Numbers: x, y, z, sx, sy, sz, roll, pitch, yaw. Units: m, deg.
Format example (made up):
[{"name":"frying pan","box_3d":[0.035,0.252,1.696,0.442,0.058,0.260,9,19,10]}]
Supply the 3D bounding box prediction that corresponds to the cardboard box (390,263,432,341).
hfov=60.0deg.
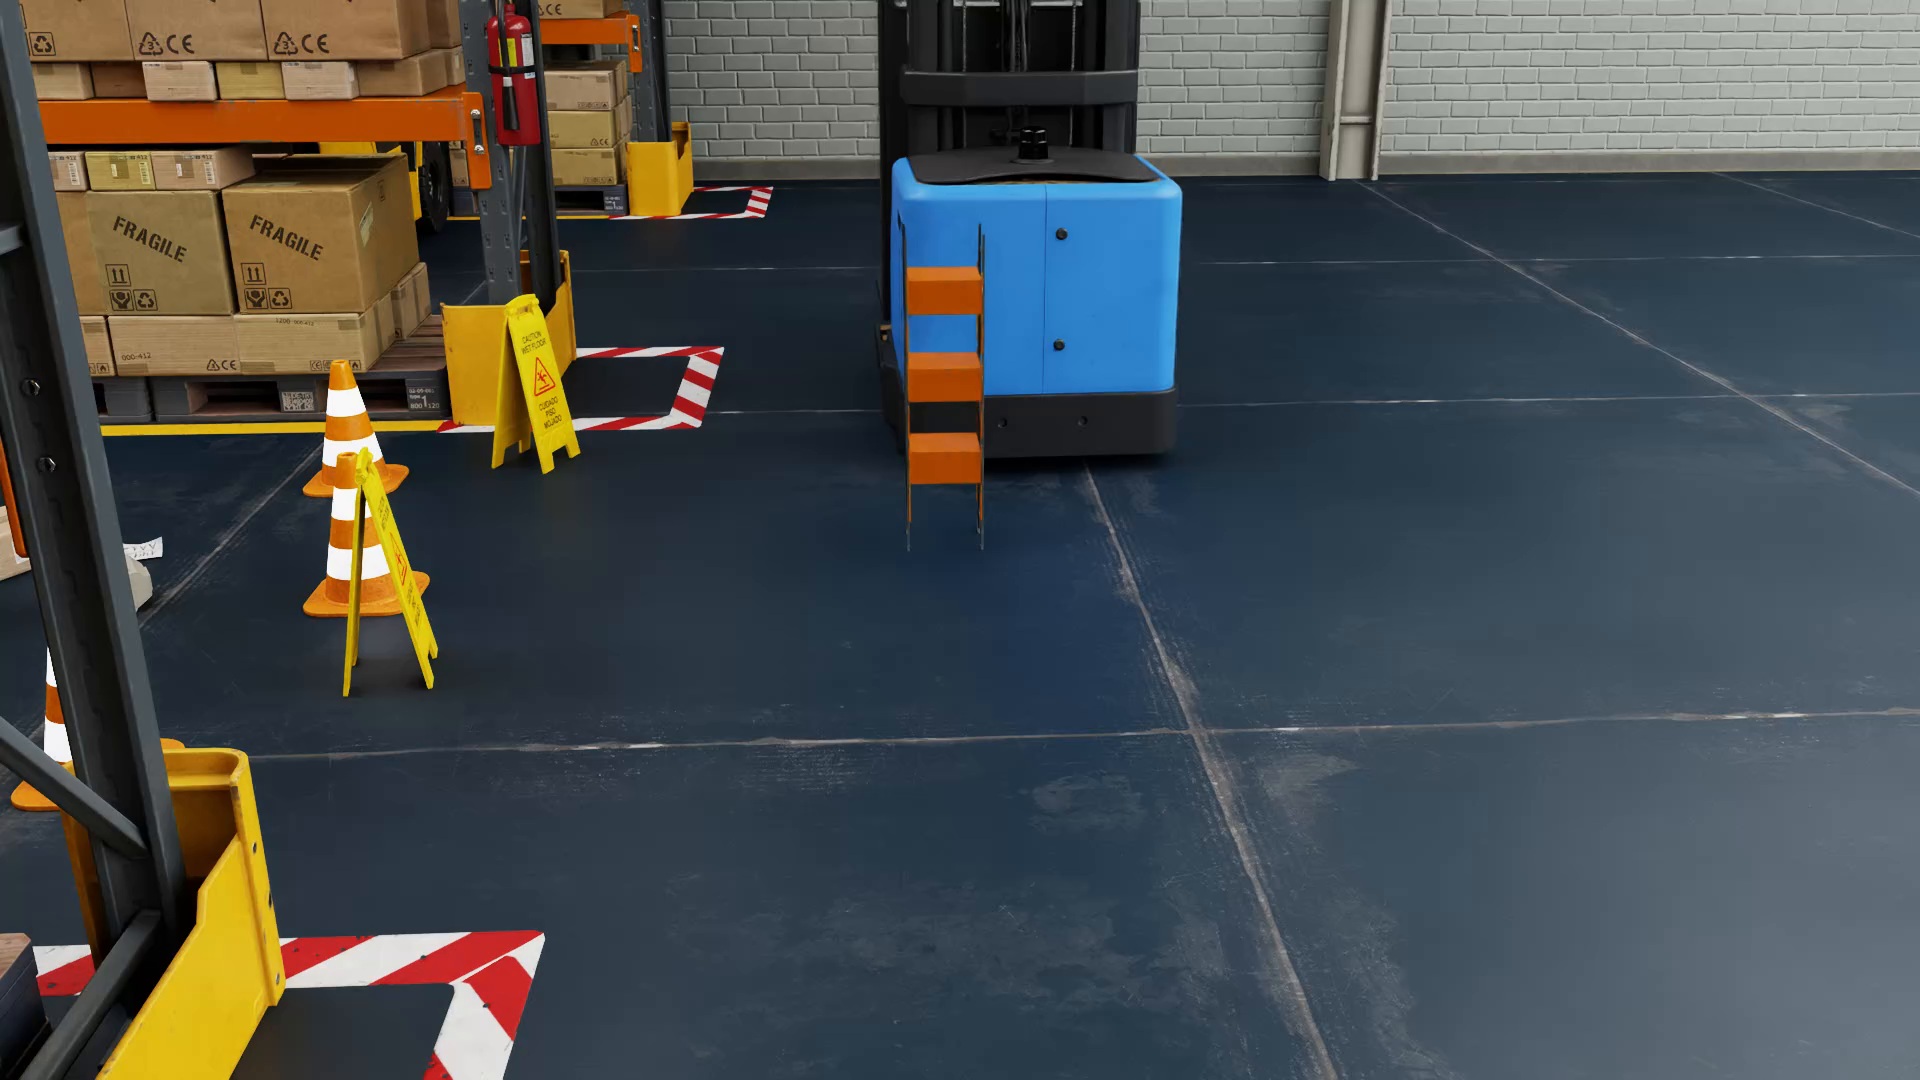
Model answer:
[{"name":"cardboard box","box_3d":[-2.708,-1.076,7.507,0.500,0.250,0.500,-1,21,-3]}]

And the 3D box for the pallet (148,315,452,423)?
[{"name":"pallet","box_3d":[-2.776,-0.775,7.359,1.213,0.211,1.003,-1,21,-3]}]

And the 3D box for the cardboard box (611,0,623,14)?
[{"name":"cardboard box","box_3d":[-2.684,-3.982,11.723,0.500,0.500,0.500,0,21,-1]}]

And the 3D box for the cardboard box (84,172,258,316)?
[{"name":"cardboard box","box_3d":[-3.193,-1.224,6.841,0.500,0.500,0.500,0,21,-1]}]

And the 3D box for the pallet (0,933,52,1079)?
[{"name":"pallet","box_3d":[-2.297,1.020,2.645,1.213,0.211,1.003,-1,21,-3]}]

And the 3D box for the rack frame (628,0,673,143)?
[{"name":"rack frame","box_3d":[-2.174,-3.846,11.508,0.127,3.000,1.000,-1,21,-3]}]

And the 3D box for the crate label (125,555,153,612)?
[{"name":"crate label","box_3d":[-2.621,0.147,5.043,0.298,0.136,0.250,-13,24,-31]}]

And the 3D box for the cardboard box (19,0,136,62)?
[{"name":"cardboard box","box_3d":[-3.413,-2.143,6.475,0.500,0.500,0.500,-1,21,-3]}]

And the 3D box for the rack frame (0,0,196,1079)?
[{"name":"rack frame","box_3d":[-1.503,-0.327,2.264,0.127,3.000,1.000,-1,21,-3]}]

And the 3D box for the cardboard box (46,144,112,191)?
[{"name":"cardboard box","box_3d":[-3.549,-1.499,6.652,0.250,0.149,0.380,0,21,-1]}]

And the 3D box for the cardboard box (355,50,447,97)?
[{"name":"cardboard box","box_3d":[-2.248,-1.882,6.702,0.250,0.149,0.380,0,21,-1]}]

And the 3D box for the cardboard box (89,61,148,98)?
[{"name":"cardboard box","box_3d":[-3.271,-1.869,6.667,0.250,0.149,0.380,-1,21,-2]}]

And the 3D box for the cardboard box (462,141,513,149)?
[{"name":"cardboard box","box_3d":[-3.143,-2.864,11.500,0.500,0.250,0.500,-1,21,-4]}]

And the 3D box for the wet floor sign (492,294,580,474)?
[{"name":"wet floor sign","box_3d":[-1.636,-0.607,6.308,0.232,0.644,0.267,6,22,16]}]

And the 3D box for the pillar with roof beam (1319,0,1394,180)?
[{"name":"pillar with roof beam","box_3d":[3.316,-5.549,7.548,0.400,9.000,9.100,-1,21,-3]}]

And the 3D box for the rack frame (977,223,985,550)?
[{"name":"rack frame","box_3d":[0.068,-0.492,5.438,0.008,1.050,0.200,-1,21,-3]}]

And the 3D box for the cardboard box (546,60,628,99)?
[{"name":"cardboard box","box_3d":[-2.664,-3.282,11.896,0.500,0.250,0.500,-1,21,-4]}]

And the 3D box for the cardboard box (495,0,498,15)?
[{"name":"cardboard box","box_3d":[-3.169,-3.783,11.200,0.500,0.500,0.500,-1,21,-1]}]

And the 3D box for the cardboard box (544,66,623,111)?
[{"name":"cardboard box","box_3d":[-2.616,-3.105,11.429,0.500,0.250,0.500,0,21,-1]}]

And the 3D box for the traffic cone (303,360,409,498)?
[{"name":"traffic cone","box_3d":[-2.242,-0.431,6.102,0.334,0.463,0.336,-1,21,-3]}]

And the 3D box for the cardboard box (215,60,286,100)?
[{"name":"cardboard box","box_3d":[-2.752,-1.840,6.592,0.250,0.149,0.380,-2,21,-4]}]

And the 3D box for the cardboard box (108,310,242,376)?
[{"name":"cardboard box","box_3d":[-3.196,-0.875,6.977,0.500,0.250,0.500,-1,21,-3]}]

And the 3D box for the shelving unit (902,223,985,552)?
[{"name":"shelving unit","box_3d":[-0.053,-0.490,5.431,0.252,1.050,0.215,-1,21,-3]}]

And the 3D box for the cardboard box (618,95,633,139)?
[{"name":"cardboard box","box_3d":[-2.655,-3.056,12.003,0.500,0.250,0.500,-1,21,-2]}]

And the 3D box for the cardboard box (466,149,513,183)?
[{"name":"cardboard box","box_3d":[-3.122,-2.629,11.585,0.500,0.250,0.500,-1,21,-3]}]

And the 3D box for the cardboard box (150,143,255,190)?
[{"name":"cardboard box","box_3d":[-3.034,-1.508,6.675,0.250,0.149,0.380,-1,21,-1]}]

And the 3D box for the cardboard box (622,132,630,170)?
[{"name":"cardboard box","box_3d":[-2.675,-2.817,12.079,0.500,0.250,0.500,-1,21,-3]}]

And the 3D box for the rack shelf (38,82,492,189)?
[{"name":"rack shelf","box_3d":[-3.883,-1.706,6.899,4.000,0.370,1.077,-1,21,-3]}]

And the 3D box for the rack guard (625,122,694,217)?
[{"name":"rack guard","box_3d":[-2.150,-2.679,11.954,0.348,0.500,1.175,-1,21,-3]}]

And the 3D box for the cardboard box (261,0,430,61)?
[{"name":"cardboard box","box_3d":[-2.413,-2.160,6.520,0.500,0.500,0.500,-2,21,-4]}]

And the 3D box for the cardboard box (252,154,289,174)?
[{"name":"cardboard box","box_3d":[-3.253,-1.414,7.340,0.500,0.500,0.500,-2,21,-5]}]

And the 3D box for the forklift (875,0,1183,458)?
[{"name":"forklift","box_3d":[0.181,-2.150,7.150,1.130,2.935,3.031,-2,21,-4]}]

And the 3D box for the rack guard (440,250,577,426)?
[{"name":"rack guard","box_3d":[-1.963,-0.914,7.318,0.348,0.500,1.175,-1,21,-3]}]

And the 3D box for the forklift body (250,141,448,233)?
[{"name":"forklift body","box_3d":[-3.963,-2.763,9.856,1.214,2.155,2.313,-1,21,-3]}]

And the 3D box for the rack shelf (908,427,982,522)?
[{"name":"rack shelf","box_3d":[-0.053,-0.220,5.534,0.240,0.259,0.215,-1,21,-3]}]

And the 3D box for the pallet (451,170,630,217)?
[{"name":"pallet","box_3d":[-2.935,-2.513,11.925,1.213,0.211,1.003,-1,21,-3]}]
